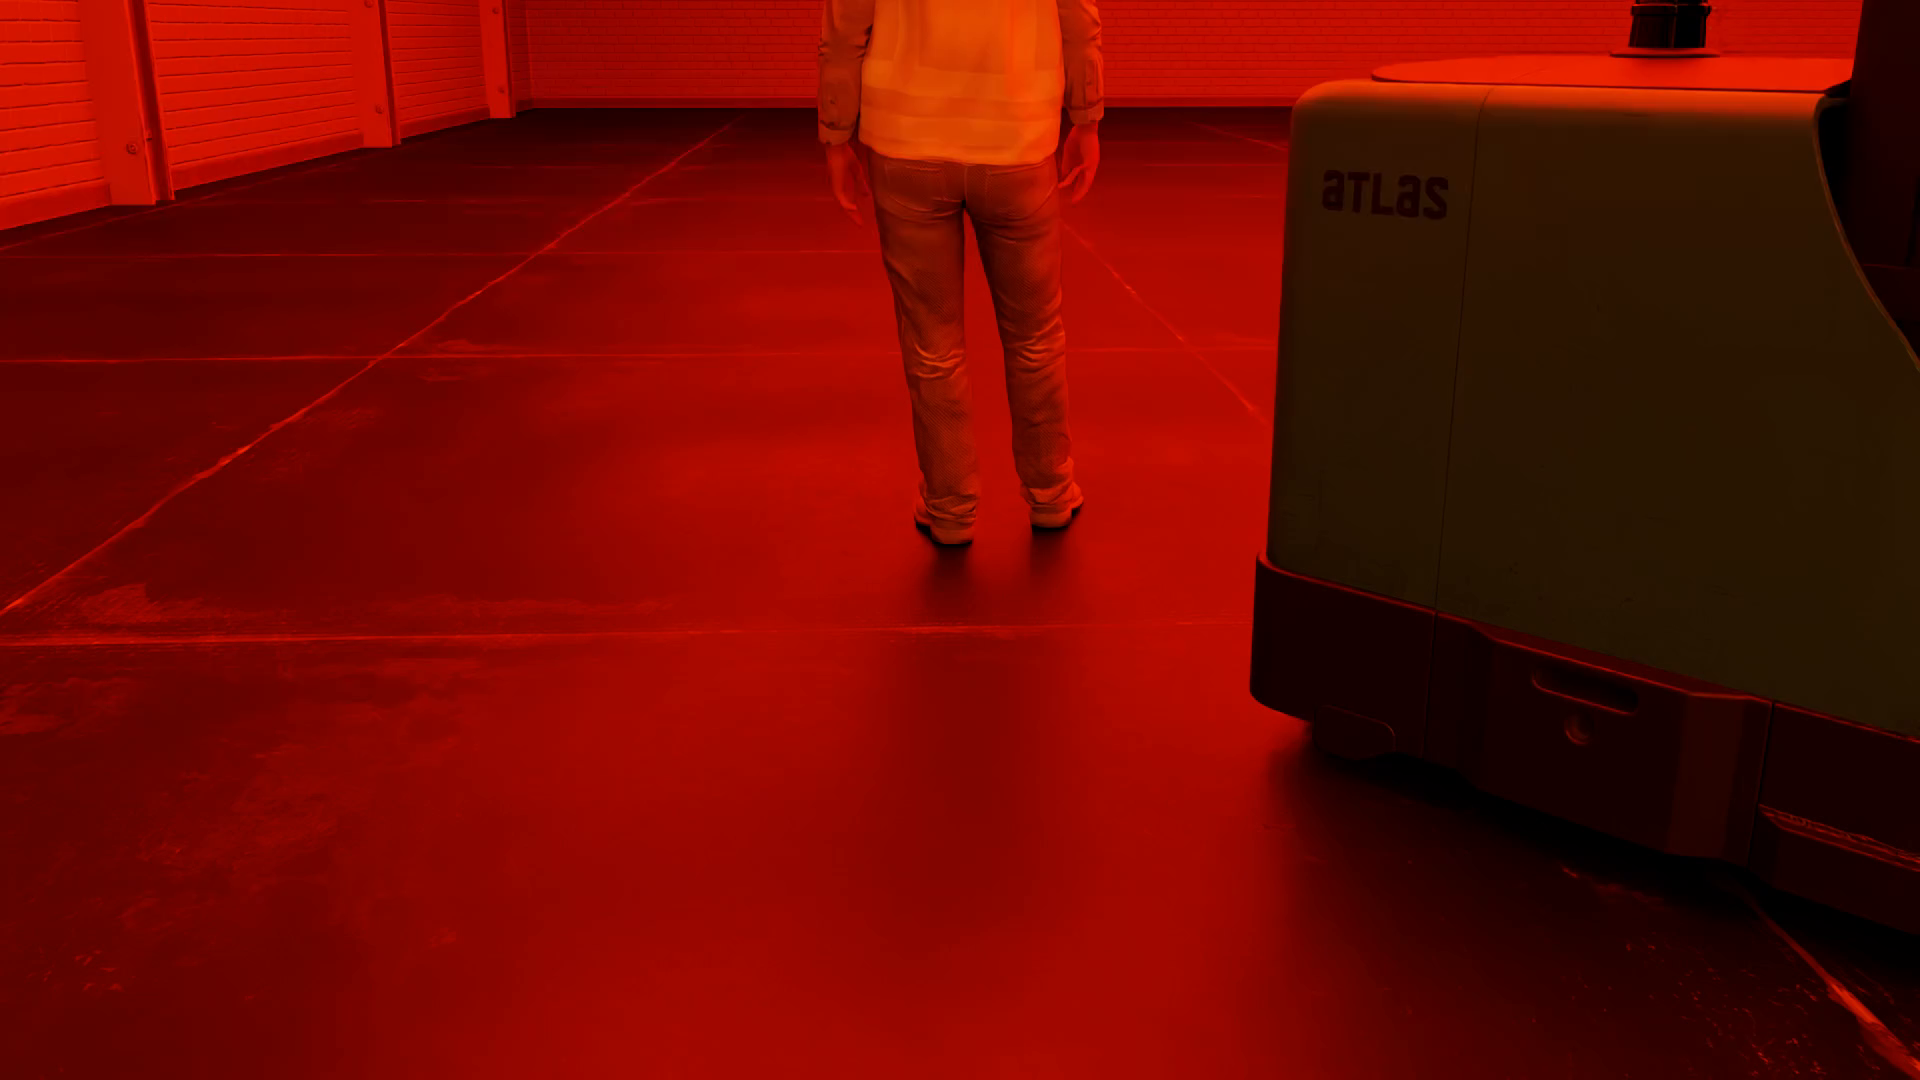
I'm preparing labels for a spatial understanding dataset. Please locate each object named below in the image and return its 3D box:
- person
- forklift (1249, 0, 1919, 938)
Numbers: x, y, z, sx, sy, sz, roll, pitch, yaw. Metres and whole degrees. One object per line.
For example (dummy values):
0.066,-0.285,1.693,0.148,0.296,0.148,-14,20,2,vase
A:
0.004,-0.874,3.717,0.634,1.775,0.566,-1,17,-3,person
1.882,-0.864,1.731,1.130,2.935,3.031,-16,23,-42,forklift
